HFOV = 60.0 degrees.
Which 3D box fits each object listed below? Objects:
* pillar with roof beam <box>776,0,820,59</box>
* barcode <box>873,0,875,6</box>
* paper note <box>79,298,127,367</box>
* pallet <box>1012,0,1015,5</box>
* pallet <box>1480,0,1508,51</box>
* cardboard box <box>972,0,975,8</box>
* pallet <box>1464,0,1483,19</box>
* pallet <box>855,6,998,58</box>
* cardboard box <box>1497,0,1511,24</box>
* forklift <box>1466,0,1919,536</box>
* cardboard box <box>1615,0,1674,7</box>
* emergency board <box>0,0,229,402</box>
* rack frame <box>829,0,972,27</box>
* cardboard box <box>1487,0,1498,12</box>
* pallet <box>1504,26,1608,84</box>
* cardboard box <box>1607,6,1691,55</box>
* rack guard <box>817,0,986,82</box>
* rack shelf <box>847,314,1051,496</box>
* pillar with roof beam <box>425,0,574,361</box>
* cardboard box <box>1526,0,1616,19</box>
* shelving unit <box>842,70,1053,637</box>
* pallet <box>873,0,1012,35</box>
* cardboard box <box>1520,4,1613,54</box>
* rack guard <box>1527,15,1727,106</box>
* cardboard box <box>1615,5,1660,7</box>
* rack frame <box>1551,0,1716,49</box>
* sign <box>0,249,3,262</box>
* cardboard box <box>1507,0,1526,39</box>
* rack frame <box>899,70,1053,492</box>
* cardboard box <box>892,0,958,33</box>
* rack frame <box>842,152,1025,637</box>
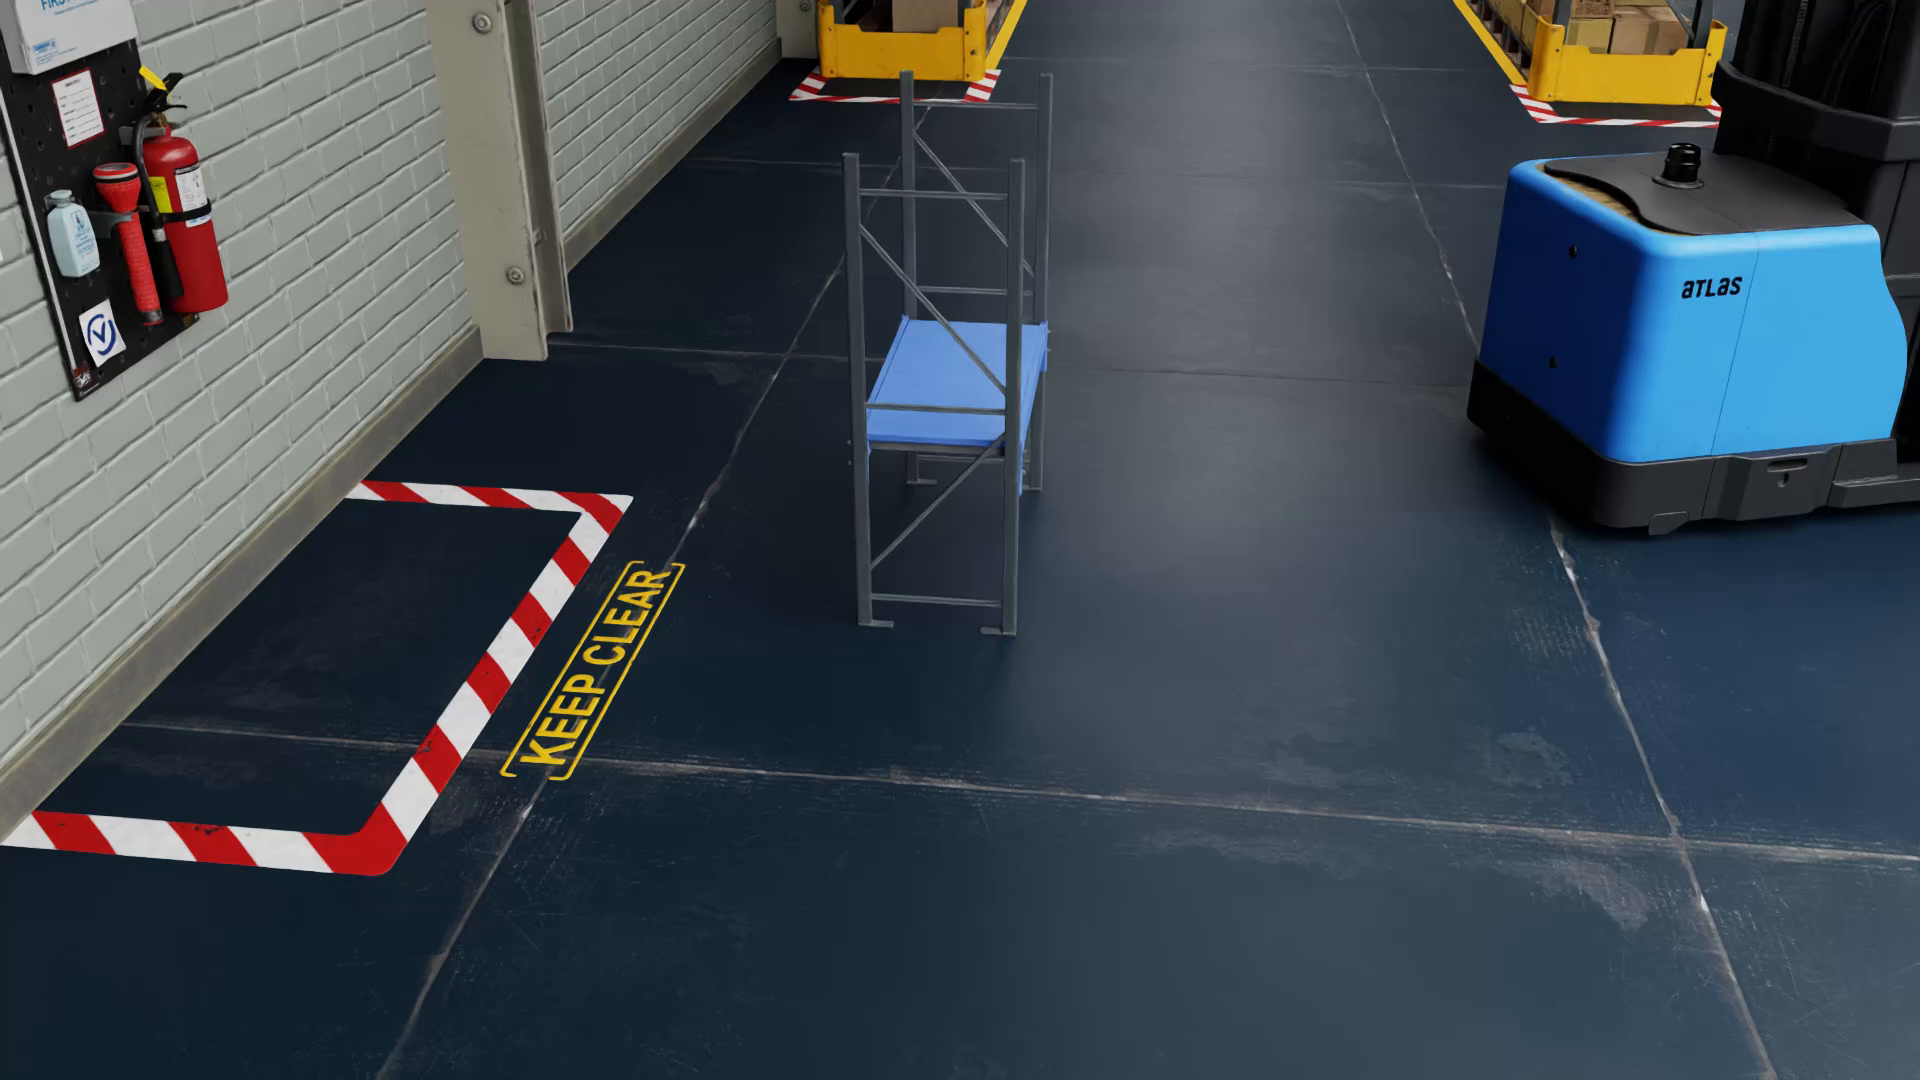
[{"bbox_3d":[3.081,-7.413,10.023,9.100,9.000,0.400,3,28,6],"label":"pillar with roof beam"},{"bbox_3d":[-0.639,-4.009,12.390,0.001,0.075,0.075,3,28,6],"label":"barcode"},{"bbox_3d":[-2.357,-0.570,4.574,0.016,0.148,0.142,3,28,6],"label":"paper note"},{"bbox_3d":[0.024,-4.980,14.771,1.003,0.211,1.213,3,28,6],"label":"pallet"},{"bbox_3d":[4.702,-4.064,13.071,1.003,0.211,1.213,3,28,6],"label":"pallet"},{"bbox_3d":[-0.175,-4.242,12.831,0.500,0.311,0.500,6,29,10],"label":"cardboard box"},{"bbox_3d":[4.849,-4.640,14.140,1.003,0.211,1.213,3,28,6],"label":"pallet"},{"bbox_3d":[-0.275,-3.831,12.639,1.003,0.211,1.213,3,28,6],"label":"pallet"},{"bbox_3d":[4.380,-4.072,12.602,0.500,0.250,0.500,3,28,6],"label":"cardboard box"},{"bbox_3d":[3.550,-1.652,5.726,3.031,2.935,1.130,-6,29,-11],"label":"forklift"},{"bbox_3d":[4.844,-4.136,11.930,0.500,0.500,0.500,3,28,6],"label":"cardboard box"},{"bbox_3d":[-2.267,-1.037,4.513,0.194,1.169,0.643,3,28,6],"label":"emergency board"},{"bbox_3d":[-0.419,-4.643,11.205,1.000,3.000,0.127,3,28,6],"label":"rack frame"},{"bbox_3d":[4.443,-4.307,13.039,0.500,0.250,0.500,3,28,6],"label":"cardboard box"},{"bbox_3d":[4.550,-3.491,12.008,1.003,0.211,1.213,3,28,6],"label":"pallet"},{"bbox_3d":[4.785,-3.570,11.671,0.500,0.250,0.500,3,28,6],"label":"cardboard box"},{"bbox_3d":[-0.409,-3.578,11.864,1.175,0.500,0.348,3,28,6],"label":"rack guard"},{"bbox_3d":[-0.010,-0.462,5.405,0.538,0.185,1.000,3,28,6],"label":"rack shelf"},{"bbox_3d":[2.346,-4.589,4.780,9.100,9.000,0.400,3,28,6],"label":"pillar with roof beam"},{"bbox_3d":[4.269,-3.931,11.549,0.500,0.500,0.500,3,28,6],"label":"cardboard box"},{"bbox_3d":[-0.010,-0.620,5.320,0.538,1.500,1.048,3,28,6],"label":"shelving unit"},{"bbox_3d":[-0.123,-4.404,13.702,1.003,0.211,1.213,3,28,6],"label":"pallet"},{"bbox_3d":[4.271,-3.601,11.727,0.500,0.250,0.500,3,28,6],"label":"cardboard box"},{"bbox_3d":[4.495,-3.245,11.246,1.175,0.500,0.348,3,28,6],"label":"rack guard"},{"bbox_3d":[4.842,-3.806,12.108,0.500,0.250,0.500,3,28,6],"label":"cardboard box"},{"bbox_3d":[4.498,-4.357,10.674,1.000,3.000,0.127,3,28,6],"label":"rack frame"},{"bbox_3d":[-2.437,-0.799,4.032,0.001,0.329,0.234,3,28,6],"label":"sign"},{"bbox_3d":[4.320,-3.837,12.165,0.500,0.250,0.500,3,28,6],"label":"cardboard box"},{"bbox_3d":[0.052,-0.859,5.764,0.500,1.500,0.032,3,28,6],"label":"rack frame"},{"bbox_3d":[-0.245,-3.973,12.333,0.500,0.311,0.500,0,28,0],"label":"cardboard box"},{"bbox_3d":[-0.073,-0.381,4.876,0.500,1.500,0.032,3,28,6],"label":"rack frame"}]
